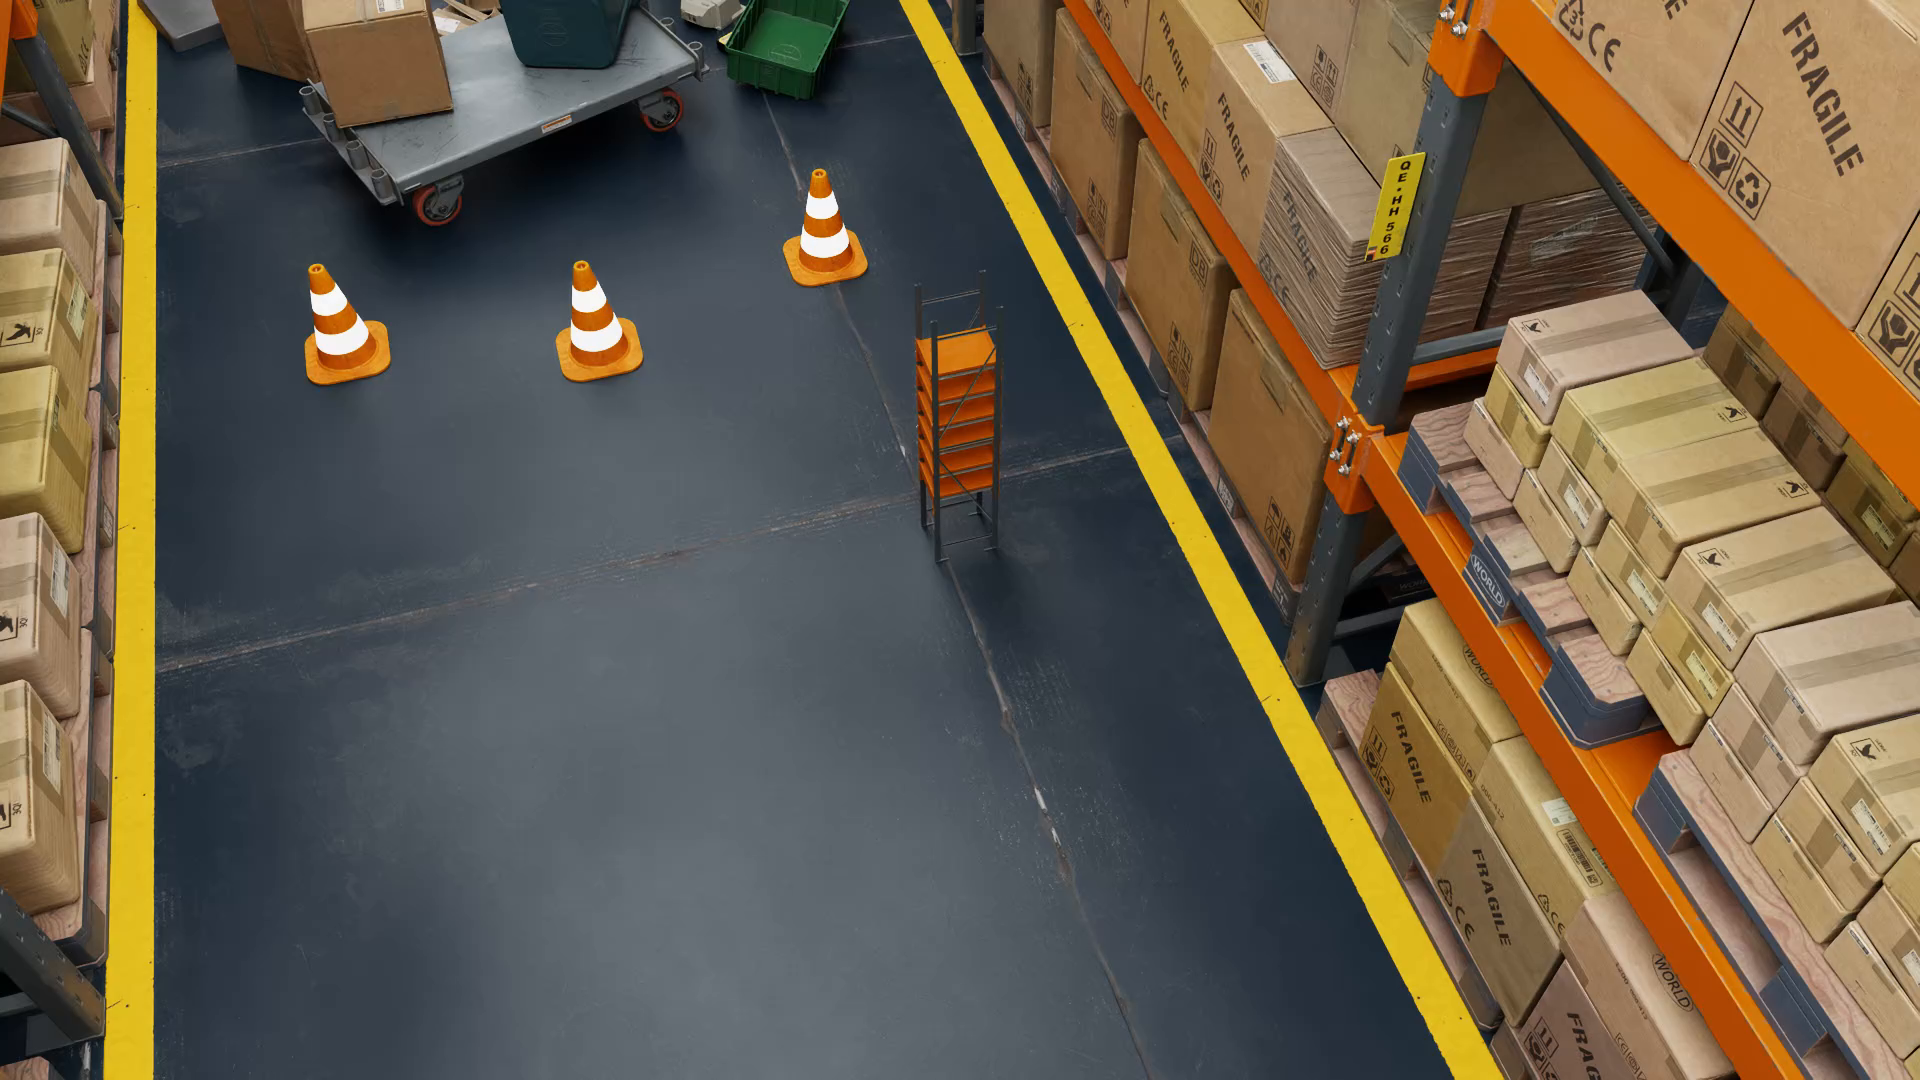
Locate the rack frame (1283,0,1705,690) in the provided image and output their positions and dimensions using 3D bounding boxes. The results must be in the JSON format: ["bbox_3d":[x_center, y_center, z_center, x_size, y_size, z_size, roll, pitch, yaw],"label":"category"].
[{"bbox_3d":[1.638,-0.601,4.795,1.000,3.000,0.127,-13,51,-11],"label":"rack frame"}]

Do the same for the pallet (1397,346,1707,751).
[{"bbox_3d":[1.951,-0.042,4.449,1.213,0.211,1.003,-13,51,-11],"label":"pallet"}]

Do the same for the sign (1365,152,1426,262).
[{"bbox_3d":[1.109,-0.846,4.244,0.100,0.325,0.005,-13,51,-11],"label":"sign"}]

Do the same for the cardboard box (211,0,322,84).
[{"bbox_3d":[-3.261,-2.615,8.126,0.500,0.500,0.500,18,52,14],"label":"cardboard box"}]

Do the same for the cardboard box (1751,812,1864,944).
[{"bbox_3d":[1.972,0.685,3.600,0.380,0.149,0.250,-13,51,-10],"label":"cardboard box"}]

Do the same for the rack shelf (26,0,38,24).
[{"bbox_3d":[-4.835,-3.558,7.758,1.077,0.370,4.000,-13,51,-11],"label":"rack shelf"}]

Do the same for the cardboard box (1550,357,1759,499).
[{"bbox_3d":[1.672,-0.270,4.016,0.380,0.149,0.250,-15,51,-12],"label":"cardboard box"}]

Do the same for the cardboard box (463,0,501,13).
[{"bbox_3d":[-2.204,-3.098,8.444,0.797,0.637,0.503,-13,51,-11],"label":"cardboard box"}]

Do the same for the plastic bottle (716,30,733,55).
[{"bbox_3d":[-1.068,-2.436,8.263,0.283,0.061,0.133,35,58,26],"label":"plastic bottle"}]

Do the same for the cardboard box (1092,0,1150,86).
[{"bbox_3d":[0.799,-2.004,5.912,0.500,0.500,0.500,-13,51,-10],"label":"cardboard box"}]

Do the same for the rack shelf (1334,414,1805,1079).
[{"bbox_3d":[2.230,1.092,3.838,1.077,0.370,4.000,-13,51,-11],"label":"rack shelf"}]

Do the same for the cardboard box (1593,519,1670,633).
[{"bbox_3d":[1.753,0.039,3.950,0.380,0.149,0.250,-15,51,-12],"label":"cardboard box"}]

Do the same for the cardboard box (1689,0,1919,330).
[{"bbox_3d":[1.707,-0.759,2.901,0.500,0.500,0.500,-13,51,-11],"label":"cardboard box"}]

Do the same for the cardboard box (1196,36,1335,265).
[{"bbox_3d":[1.102,-1.266,5.290,0.500,0.500,0.500,-13,51,-11],"label":"cardboard box"}]

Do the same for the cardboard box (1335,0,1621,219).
[{"bbox_3d":[1.515,-1.285,4.652,0.700,0.500,0.500,-14,51,-11],"label":"cardboard box"}]

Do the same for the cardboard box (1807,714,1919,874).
[{"bbox_3d":[1.980,0.494,3.372,0.380,0.149,0.250,-12,51,-10],"label":"cardboard box"}]

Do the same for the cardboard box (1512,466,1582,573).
[{"bbox_3d":[1.657,-0.087,4.251,0.380,0.149,0.250,-11,51,-9],"label":"cardboard box"}]

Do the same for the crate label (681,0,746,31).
[{"bbox_3d":[-1.273,-2.726,8.458,0.250,0.136,0.298,26,55,20],"label":"crate label"}]

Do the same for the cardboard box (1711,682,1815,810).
[{"bbox_3d":[1.901,0.406,3.641,0.380,0.149,0.250,-13,51,-11],"label":"cardboard box"}]

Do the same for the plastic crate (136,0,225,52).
[{"bbox_3d":[-3.925,-2.720,8.491,0.402,0.080,0.583,-30,56,-23],"label":"plastic crate"}]

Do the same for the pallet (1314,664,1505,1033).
[{"bbox_3d":[1.868,0.869,5.379,1.003,0.211,1.213,-13,51,-11],"label":"pallet"}]

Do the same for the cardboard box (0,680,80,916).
[{"bbox_3d":[-3.218,0.889,4.983,0.950,0.372,0.625,-16,52,-13],"label":"cardboard box"}]

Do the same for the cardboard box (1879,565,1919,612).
[{"bbox_3d":[2.441,0.154,4.048,0.380,0.149,0.250,-14,51,-11],"label":"cardboard box"}]

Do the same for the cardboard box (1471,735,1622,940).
[{"bbox_3d":[1.761,0.757,4.520,0.500,0.250,0.500,-14,51,-11],"label":"cardboard box"}]

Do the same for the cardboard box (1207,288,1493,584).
[{"bbox_3d":[1.544,-0.476,5.886,1.050,0.750,0.750,-14,51,-11],"label":"cardboard box"}]

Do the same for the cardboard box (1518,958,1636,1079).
[{"bbox_3d":[1.912,1.384,4.481,0.500,0.500,0.500,-14,51,-12],"label":"cardboard box"}]

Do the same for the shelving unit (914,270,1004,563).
[{"bbox_3d":[-0.004,-0.397,5.800,0.258,1.200,0.189,-13,51,-11],"label":"shelving unit"}]

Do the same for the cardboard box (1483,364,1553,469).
[{"bbox_3d":[1.589,-0.353,4.281,0.380,0.149,0.250,-11,51,-9],"label":"cardboard box"}]

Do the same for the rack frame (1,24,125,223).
[{"bbox_3d":[-4.244,-2.329,6.252,1.000,3.000,0.127,-13,51,-11],"label":"rack frame"}]

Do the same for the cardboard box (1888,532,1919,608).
[{"bbox_3d":[2.454,0.076,3.919,0.380,0.149,0.250,-13,51,-11],"label":"cardboard box"}]

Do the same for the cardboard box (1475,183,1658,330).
[{"bbox_3d":[1.763,-1.022,5.084,0.500,0.500,0.500,-13,51,-11],"label":"cardboard box"}]

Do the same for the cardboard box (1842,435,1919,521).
[{"bbox_3d":[2.371,-0.217,3.972,0.380,0.149,0.250,-12,51,-10],"label":"cardboard box"}]

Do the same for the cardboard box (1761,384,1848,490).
[{"bbox_3d":[2.300,-0.299,4.235,0.380,0.149,0.250,-12,51,-10],"label":"cardboard box"}]

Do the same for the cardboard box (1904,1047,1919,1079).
[{"bbox_3d":[2.126,1.070,3.275,0.380,0.149,0.250,-11,51,-9],"label":"cardboard box"}]

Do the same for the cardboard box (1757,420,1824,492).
[{"bbox_3d":[2.295,-0.217,4.361,0.380,0.149,0.250,-13,51,-11],"label":"cardboard box"}]

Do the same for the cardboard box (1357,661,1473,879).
[{"bbox_3d":[1.604,0.644,5.106,0.500,0.500,0.500,-15,52,-13],"label":"cardboard box"}]

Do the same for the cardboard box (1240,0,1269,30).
[{"bbox_3d":[1.210,-2.029,5.279,0.700,0.500,0.500,-14,51,-12],"label":"cardboard box"}]

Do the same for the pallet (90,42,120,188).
[{"bbox_3d":[-4.476,-1.913,7.725,1.003,0.211,1.213,-13,51,-11],"label":"pallet"}]

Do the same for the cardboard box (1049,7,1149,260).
[{"bbox_3d":[1.006,-1.794,6.997,1.050,0.750,0.750,-13,51,-11],"label":"cardboard box"}]

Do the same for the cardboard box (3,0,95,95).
[{"bbox_3d":[-4.160,-2.312,7.270,0.500,0.500,0.500,-11,51,-9],"label":"cardboard box"}]

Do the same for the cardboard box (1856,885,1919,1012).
[{"bbox_3d":[2.055,0.784,3.322,0.380,0.149,0.250,-12,51,-10],"label":"cardboard box"}]

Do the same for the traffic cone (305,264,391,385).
[{"bbox_3d":[-2.539,-0.922,6.725,0.336,0.463,0.334,-13,51,-11],"label":"traffic cone"}]

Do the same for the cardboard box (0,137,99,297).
[{"bbox_3d":[-4.086,-1.235,6.773,0.950,0.372,0.625,-13,51,-11],"label":"cardboard box"}]

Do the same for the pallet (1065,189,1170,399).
[{"bbox_3d":[1.120,-1.184,7.110,1.003,0.211,1.213,-13,51,-11],"label":"pallet"}]

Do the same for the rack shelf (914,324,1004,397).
[{"bbox_3d":[-0.004,-0.601,5.559,0.258,0.103,0.180,-13,51,-11],"label":"rack shelf"}]

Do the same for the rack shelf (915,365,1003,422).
[{"bbox_3d":[-0.004,-0.523,5.651,0.258,0.103,0.180,-13,51,-11],"label":"rack shelf"}]

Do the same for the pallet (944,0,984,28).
[{"bbox_3d":[0.305,-3.196,8.807,1.003,0.211,1.213,-13,51,-11],"label":"pallet"}]

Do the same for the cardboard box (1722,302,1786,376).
[{"bbox_3d":[2.221,-0.593,4.288,0.380,0.149,0.250,-15,52,-12],"label":"cardboard box"}]

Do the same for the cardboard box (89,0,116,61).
[{"bbox_3d":[-4.329,-2.458,7.884,0.500,0.250,0.500,-11,51,-9],"label":"cardboard box"}]

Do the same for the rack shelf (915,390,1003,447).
[{"bbox_3d":[-0.004,-0.446,5.742,0.258,0.103,0.180,-13,51,-11],"label":"rack shelf"}]

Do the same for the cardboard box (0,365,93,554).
[{"bbox_3d":[-3.663,-0.203,5.904,0.950,0.372,0.625,-12,51,-10],"label":"cardboard box"}]

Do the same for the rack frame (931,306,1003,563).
[{"bbox_3d":[0.023,-0.330,5.744,0.240,1.200,0.006,-13,51,-11],"label":"rack frame"}]

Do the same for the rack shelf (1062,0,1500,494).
[{"bbox_3d":[1.047,-1.830,6.301,1.077,0.370,4.000,-13,51,-11],"label":"rack shelf"}]

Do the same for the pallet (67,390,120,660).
[{"bbox_3d":[-3.647,0.031,6.086,1.003,0.211,1.213,-13,51,-11],"label":"pallet"}]

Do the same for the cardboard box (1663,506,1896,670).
[{"bbox_3d":[1.818,0.104,3.701,0.380,0.149,0.250,-15,52,-12],"label":"cardboard box"}]

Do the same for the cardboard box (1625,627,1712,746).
[{"bbox_3d":[1.818,0.307,3.919,0.380,0.149,0.250,-11,51,-9],"label":"cardboard box"}]

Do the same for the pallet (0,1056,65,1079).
[{"bbox_3d":[-2.900,2.084,4.355,1.003,0.211,1.213,-13,51,-11],"label":"pallet"}]
